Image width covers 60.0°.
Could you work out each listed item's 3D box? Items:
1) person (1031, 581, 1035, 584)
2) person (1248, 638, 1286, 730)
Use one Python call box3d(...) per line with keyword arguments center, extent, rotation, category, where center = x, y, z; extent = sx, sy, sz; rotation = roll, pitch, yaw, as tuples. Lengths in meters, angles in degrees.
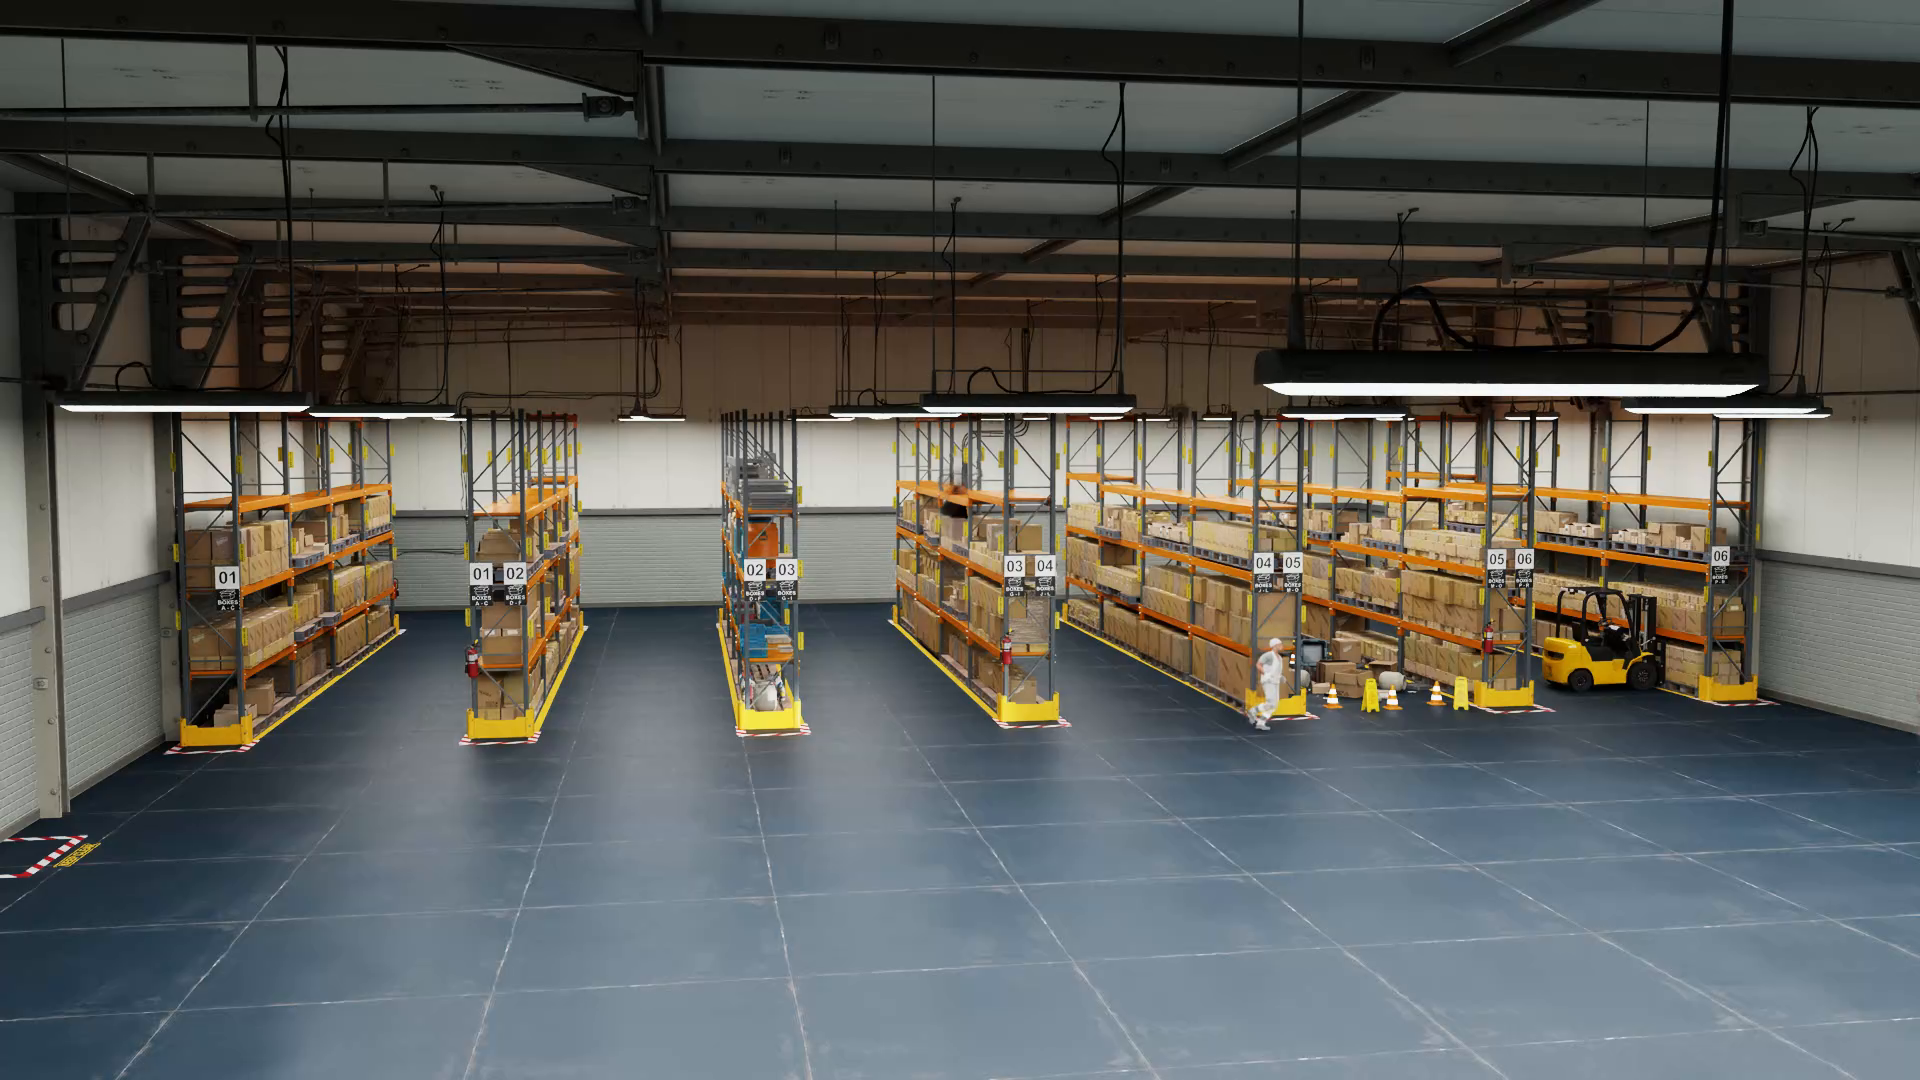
box3d(center=(2.203, 1.483, 48.657), extent=(0.619, 1.685, 0.836), rotation=(2, 5, 31), category="person")
box3d(center=(5.819, 2.692, 31.278), extent=(0.610, 1.690, 0.720), rotation=(3, 5, 40), category="person")
